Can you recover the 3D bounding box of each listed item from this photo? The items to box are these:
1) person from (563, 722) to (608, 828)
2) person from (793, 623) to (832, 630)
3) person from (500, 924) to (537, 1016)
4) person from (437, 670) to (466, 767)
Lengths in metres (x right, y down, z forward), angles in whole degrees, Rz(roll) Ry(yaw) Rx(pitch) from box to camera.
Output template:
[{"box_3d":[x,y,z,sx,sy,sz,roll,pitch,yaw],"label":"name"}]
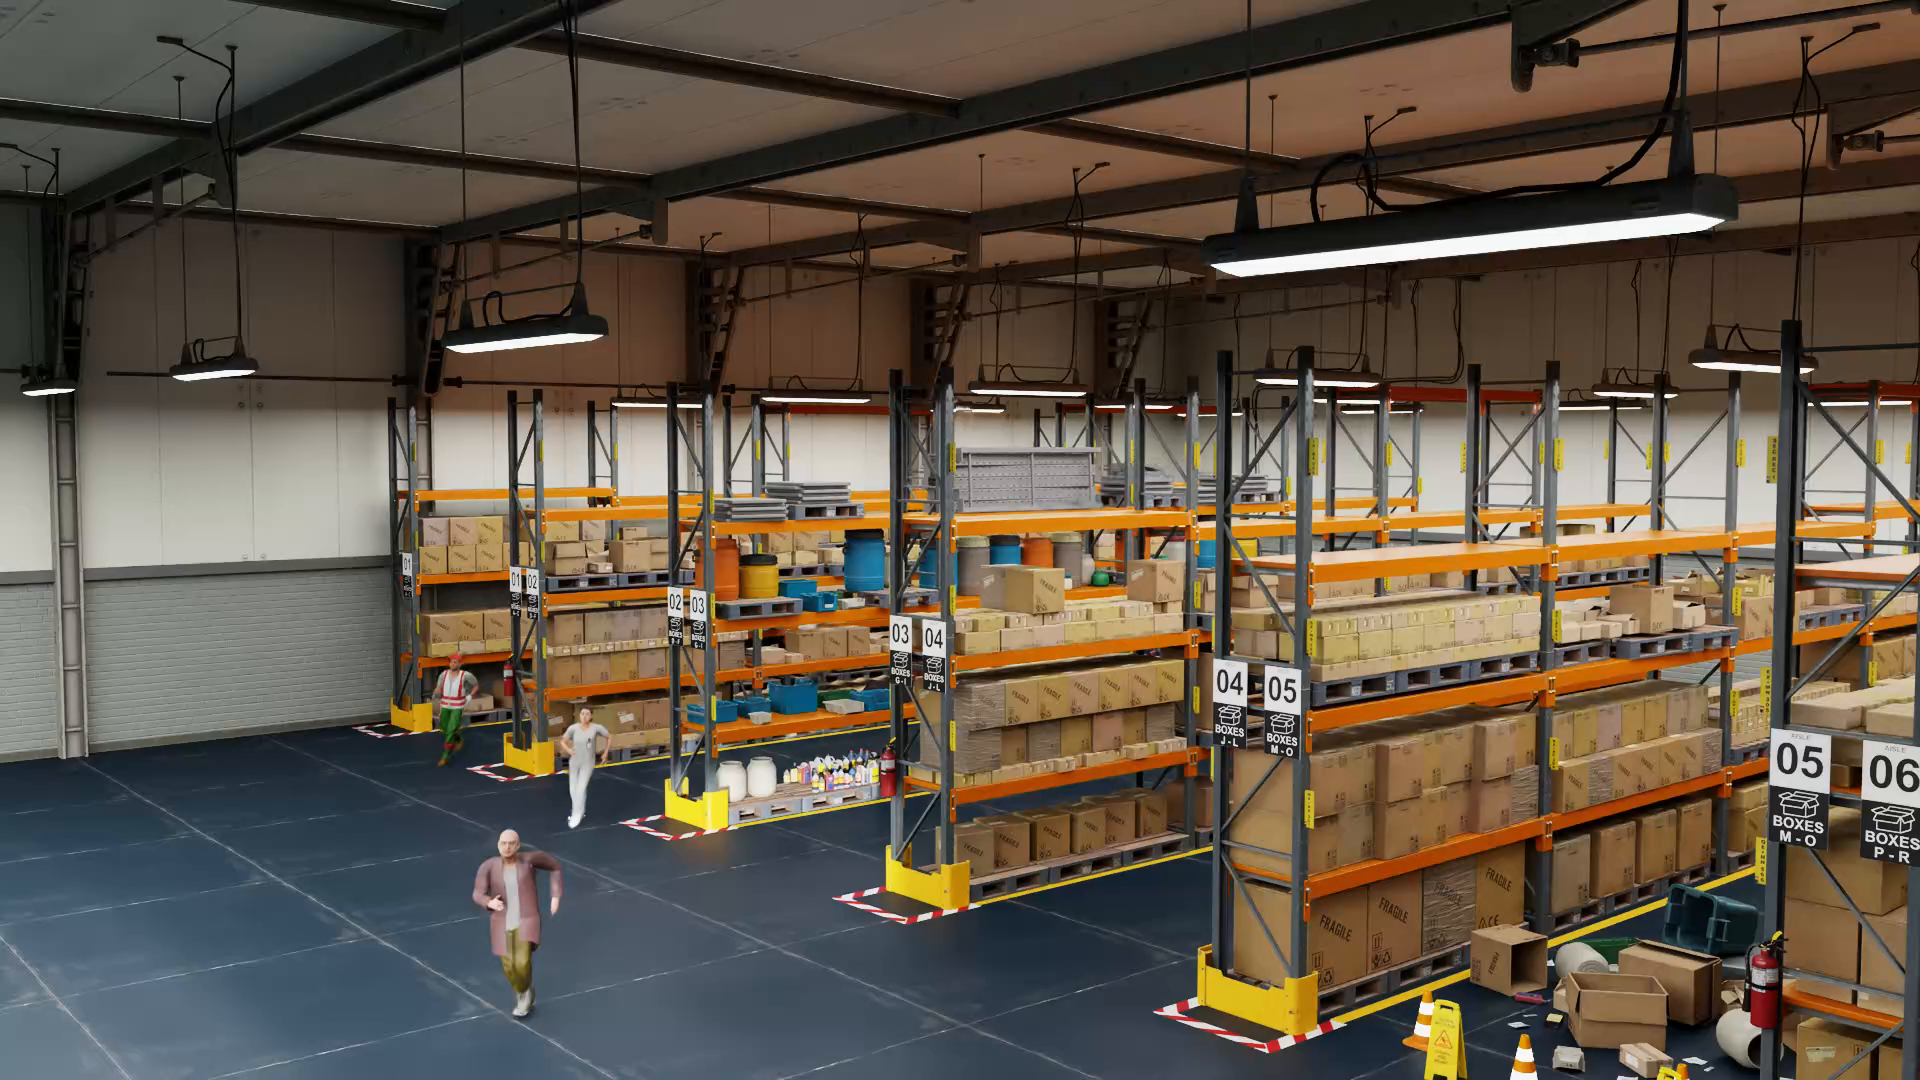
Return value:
[{"box_3d":[-5.052,3.155,22.516,0.569,1.404,0.509,0,3,4],"label":"person"},{"box_3d":[-2.982,1.627,32.719,0.702,0.878,0.640,-3,5,-44],"label":"person"},{"box_3d":[-3.958,3.768,14.847,0.377,1.027,0.693,0,3,-6],"label":"person"},{"box_3d":[-8.171,2.851,26.885,0.409,1.520,0.930,1,3,9],"label":"person"}]
